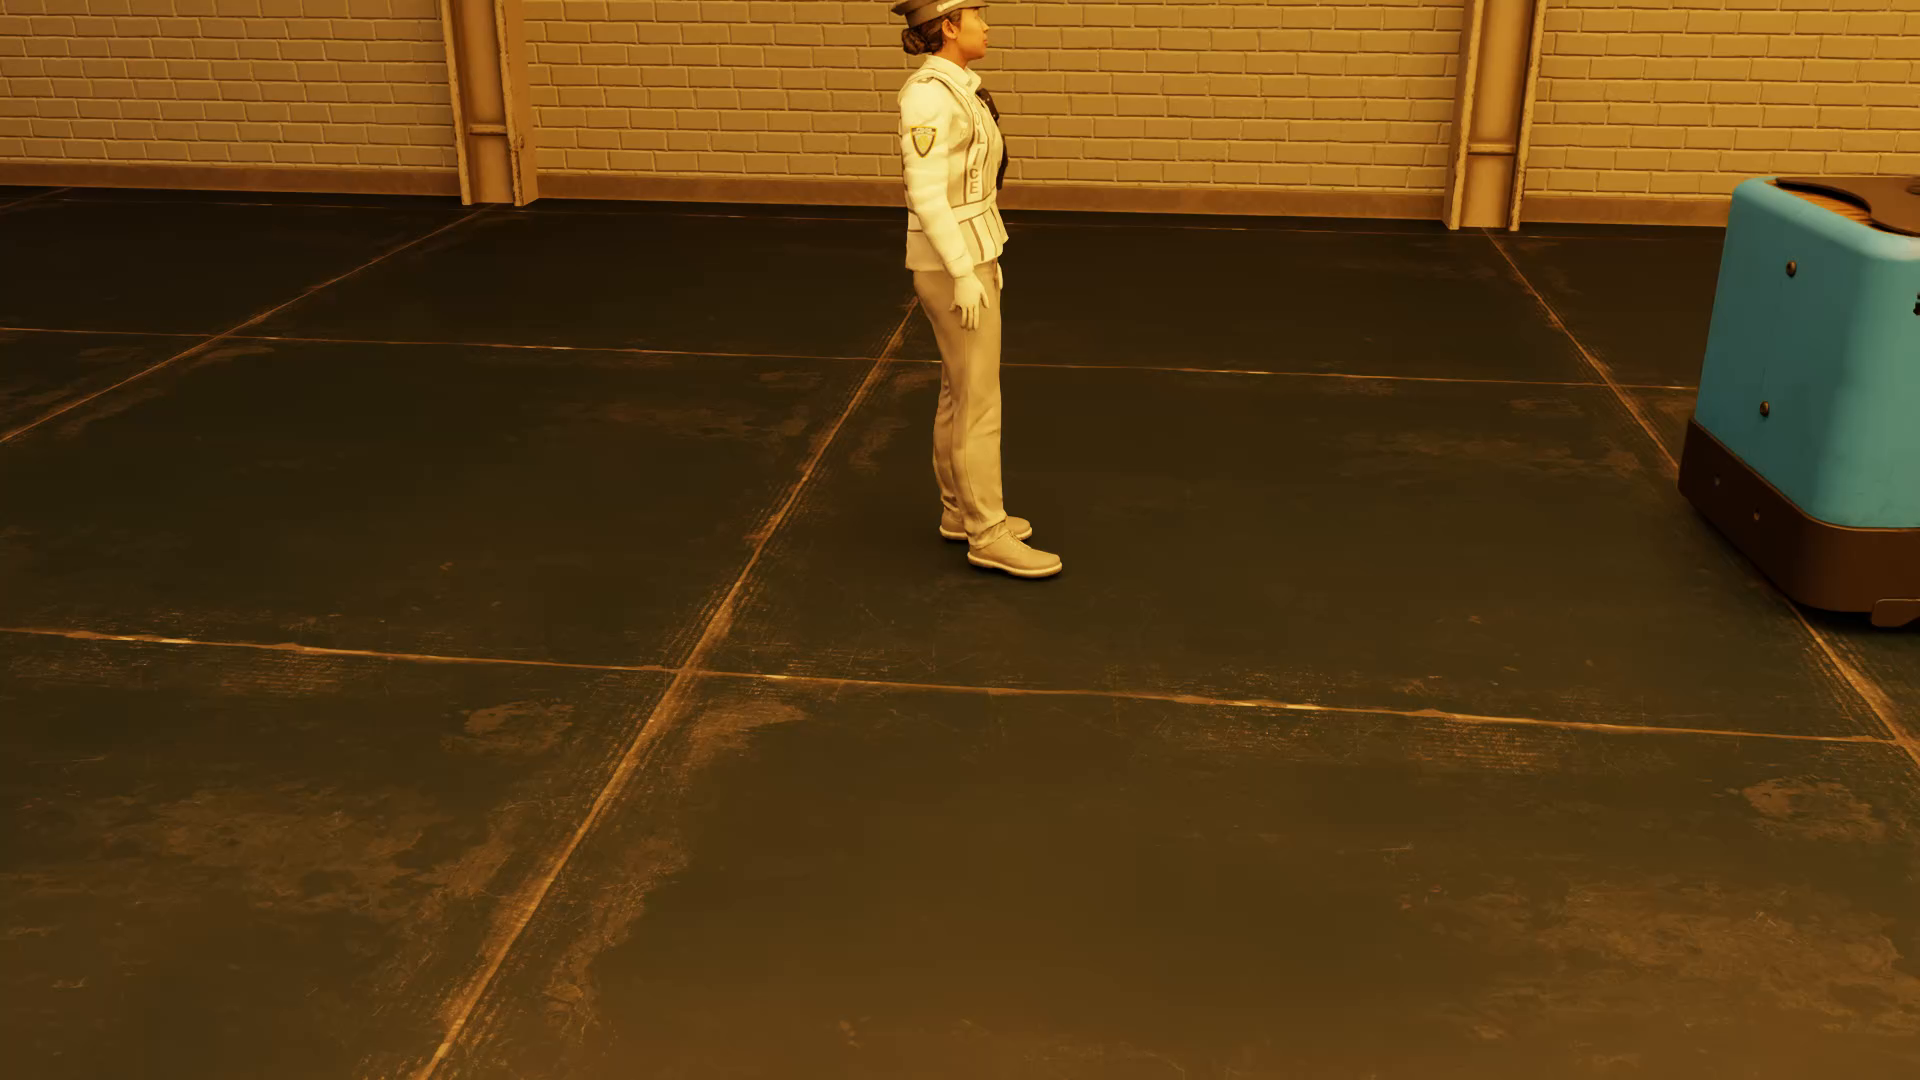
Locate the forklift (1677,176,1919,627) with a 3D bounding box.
[{"bbox_3d":[3.821,-1.271,4.409,3.031,2.935,1.130,1,22,2],"label":"forklift"}]

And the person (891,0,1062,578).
[{"bbox_3d":[0.067,-0.787,4.844,0.531,1.695,0.588,3,22,7],"label":"person"}]
